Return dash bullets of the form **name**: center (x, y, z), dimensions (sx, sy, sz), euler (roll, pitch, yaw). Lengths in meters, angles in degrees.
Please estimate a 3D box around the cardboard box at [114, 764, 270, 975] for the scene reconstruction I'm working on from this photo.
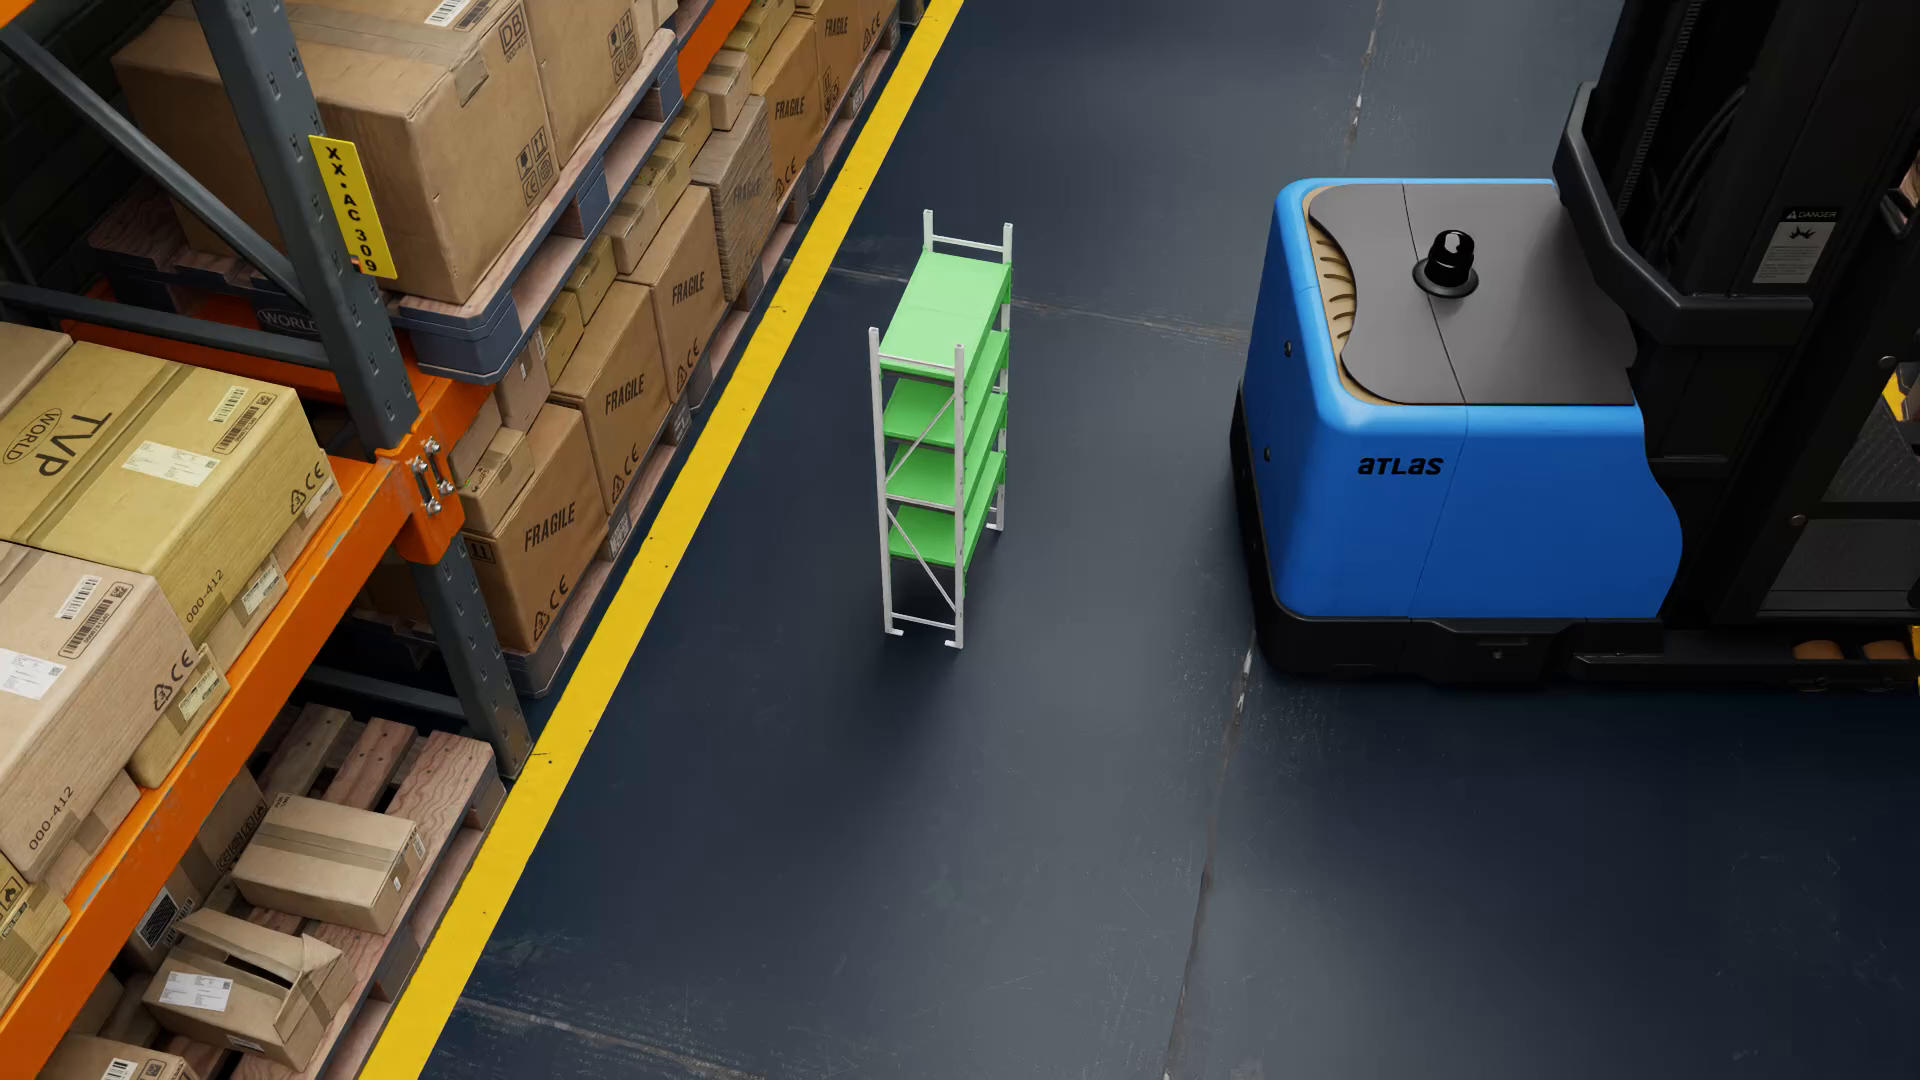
- **cardboard box**: center (-2.110, 0.723, 4.125), dimensions (0.500, 0.311, 0.500), euler (13, 50, 11)

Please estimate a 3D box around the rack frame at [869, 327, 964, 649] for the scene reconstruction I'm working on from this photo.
- **rack frame**: center (-0.108, -0.101, 4.539), dimensions (0.240, 1.200, 0.015), euler (12, 50, 10)

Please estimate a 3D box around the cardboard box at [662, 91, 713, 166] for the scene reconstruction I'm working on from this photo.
- **cardboard box**: center (-1.031, -1.350, 5.396), dimensions (0.380, 0.149, 0.250), euler (12, 50, 10)

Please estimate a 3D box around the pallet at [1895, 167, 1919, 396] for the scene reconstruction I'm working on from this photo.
- **pallet**: center (3.854, -0.897, 5.901), dimensions (1.003, 0.211, 1.213), euler (12, 50, 10)

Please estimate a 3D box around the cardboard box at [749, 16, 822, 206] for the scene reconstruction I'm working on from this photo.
- **cardboard box**: center (-0.836, -1.577, 6.028), dimensions (0.500, 0.500, 0.500), euler (14, 50, 12)

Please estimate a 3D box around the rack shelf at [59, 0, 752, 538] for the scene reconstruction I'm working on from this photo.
- **rack shelf**: center (-1.182, -1.668, 5.201), dimensions (1.077, 0.370, 4.000), euler (12, 50, 10)

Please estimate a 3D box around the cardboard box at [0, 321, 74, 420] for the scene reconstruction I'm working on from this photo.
- **cardboard box**: center (-2.099, -0.203, 3.330), dimensions (0.500, 0.250, 0.500), euler (11, 50, 10)

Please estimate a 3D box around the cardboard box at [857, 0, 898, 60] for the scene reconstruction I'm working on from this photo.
- **cardboard box**: center (-0.559, -2.316, 6.680), dimensions (0.500, 0.500, 0.500), euler (13, 50, 11)

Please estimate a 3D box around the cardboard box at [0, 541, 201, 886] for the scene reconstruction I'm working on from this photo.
- **cardboard box**: center (-1.725, 0.274, 2.909), dimensions (0.500, 0.250, 0.500), euler (12, 50, 10)

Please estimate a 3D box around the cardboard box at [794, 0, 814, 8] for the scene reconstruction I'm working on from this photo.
- **cardboard box**: center (-0.695, -2.086, 6.045), dimensions (0.380, 0.149, 0.250), euler (10, 49, 9)

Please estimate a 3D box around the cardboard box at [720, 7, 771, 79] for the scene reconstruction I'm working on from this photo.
- **cardboard box**: center (-0.873, -1.724, 5.725), dimensions (0.380, 0.149, 0.250), euler (11, 49, 9)

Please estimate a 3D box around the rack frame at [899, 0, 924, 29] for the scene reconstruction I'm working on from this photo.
- **rack frame**: center (-0.655, -3.352, 6.208), dimensions (1.000, 3.000, 0.127), euler (12, 50, 10)

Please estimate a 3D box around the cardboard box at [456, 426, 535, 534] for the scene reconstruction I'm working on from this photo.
- **cardboard box**: center (-1.357, -0.192, 4.374), dimensions (0.380, 0.149, 0.250), euler (14, 50, 12)

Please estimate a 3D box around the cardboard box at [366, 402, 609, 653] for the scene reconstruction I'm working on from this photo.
- **cardboard box**: center (-1.364, -0.076, 4.704), dimensions (0.500, 0.500, 0.500), euler (14, 50, 12)

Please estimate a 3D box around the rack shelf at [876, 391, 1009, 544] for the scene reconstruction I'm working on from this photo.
- **rack shelf**: center (-0.044, -0.235, 4.742), dimensions (0.258, 0.148, 0.480), euler (12, 50, 10)

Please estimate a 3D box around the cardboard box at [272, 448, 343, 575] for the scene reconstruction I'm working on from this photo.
- **cardboard box**: center (-1.549, -0.095, 3.501), dimensions (0.380, 0.149, 0.250), euler (12, 50, 11)

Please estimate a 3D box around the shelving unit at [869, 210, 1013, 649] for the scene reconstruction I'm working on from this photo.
- **shelving unit**: center (-0.044, -0.277, 4.694), dimensions (0.258, 1.200, 0.503), euler (12, 50, 10)

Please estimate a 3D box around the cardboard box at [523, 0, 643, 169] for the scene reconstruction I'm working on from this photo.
- **cardboard box**: center (-1.229, -1.311, 4.060), dimensions (0.700, 0.500, 0.500), euler (12, 50, 10)

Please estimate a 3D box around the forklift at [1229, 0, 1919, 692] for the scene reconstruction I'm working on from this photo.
- **forklift**: center (2.396, -0.928, 4.114), dimensions (3.031, 2.935, 1.130), euler (0, 49, 0)

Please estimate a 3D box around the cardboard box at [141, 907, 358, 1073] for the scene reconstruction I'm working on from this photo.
- **cardboard box**: center (-1.666, 1.026, 3.887), dimensions (0.396, 0.266, 0.258), euler (13, 50, 11)

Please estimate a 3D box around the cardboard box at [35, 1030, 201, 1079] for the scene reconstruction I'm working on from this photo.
- **cardboard box**: center (-1.973, 1.337, 3.456), dimensions (0.700, 0.500, 0.500), euler (10, 49, 9)

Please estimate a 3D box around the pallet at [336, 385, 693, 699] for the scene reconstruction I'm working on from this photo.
- **pallet**: center (-1.531, -0.132, 5.226), dimensions (1.003, 0.211, 1.213), euler (12, 50, 10)

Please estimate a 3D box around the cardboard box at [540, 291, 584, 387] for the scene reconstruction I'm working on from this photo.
- **cardboard box**: center (-1.302, -0.596, 4.730), dimensions (0.380, 0.149, 0.250), euler (9, 49, 8)

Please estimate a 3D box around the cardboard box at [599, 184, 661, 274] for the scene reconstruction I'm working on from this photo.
- **cardboard box**: center (-1.142, -0.970, 5.060), dimensions (0.380, 0.149, 0.250), euler (11, 50, 10)

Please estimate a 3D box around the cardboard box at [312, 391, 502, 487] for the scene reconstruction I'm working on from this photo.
- **cardboard box**: center (-1.416, -0.303, 4.273), dimensions (0.380, 0.149, 0.250), euler (11, 49, 9)

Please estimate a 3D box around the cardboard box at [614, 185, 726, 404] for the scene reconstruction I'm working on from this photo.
- **cardboard box**: center (-1.098, -0.824, 5.363), dimensions (0.500, 0.500, 0.500), euler (10, 49, 9)

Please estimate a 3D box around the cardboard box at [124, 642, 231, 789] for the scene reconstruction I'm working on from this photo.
- **cardboard box**: center (-1.641, 0.290, 3.161), dimensions (0.380, 0.149, 0.250), euler (13, 50, 11)

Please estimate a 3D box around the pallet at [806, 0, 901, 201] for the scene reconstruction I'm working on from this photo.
- **pallet**: center (-0.888, -1.897, 6.783), dimensions (1.003, 0.211, 1.213), euler (12, 50, 10)

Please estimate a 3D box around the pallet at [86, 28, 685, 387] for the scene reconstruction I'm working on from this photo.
- **pallet**: center (-1.393, -0.952, 4.218), dimensions (1.003, 0.211, 1.213), euler (12, 50, 10)

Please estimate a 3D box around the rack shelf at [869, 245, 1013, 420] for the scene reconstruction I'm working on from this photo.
- **rack shelf**: center (-0.044, -0.553, 4.382), dimensions (0.258, 0.148, 0.480), euler (12, 50, 10)

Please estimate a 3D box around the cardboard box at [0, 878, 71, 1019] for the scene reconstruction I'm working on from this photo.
- **cardboard box**: center (-1.777, 0.665, 2.830), dimensions (0.380, 0.149, 0.250), euler (11, 49, 9)
